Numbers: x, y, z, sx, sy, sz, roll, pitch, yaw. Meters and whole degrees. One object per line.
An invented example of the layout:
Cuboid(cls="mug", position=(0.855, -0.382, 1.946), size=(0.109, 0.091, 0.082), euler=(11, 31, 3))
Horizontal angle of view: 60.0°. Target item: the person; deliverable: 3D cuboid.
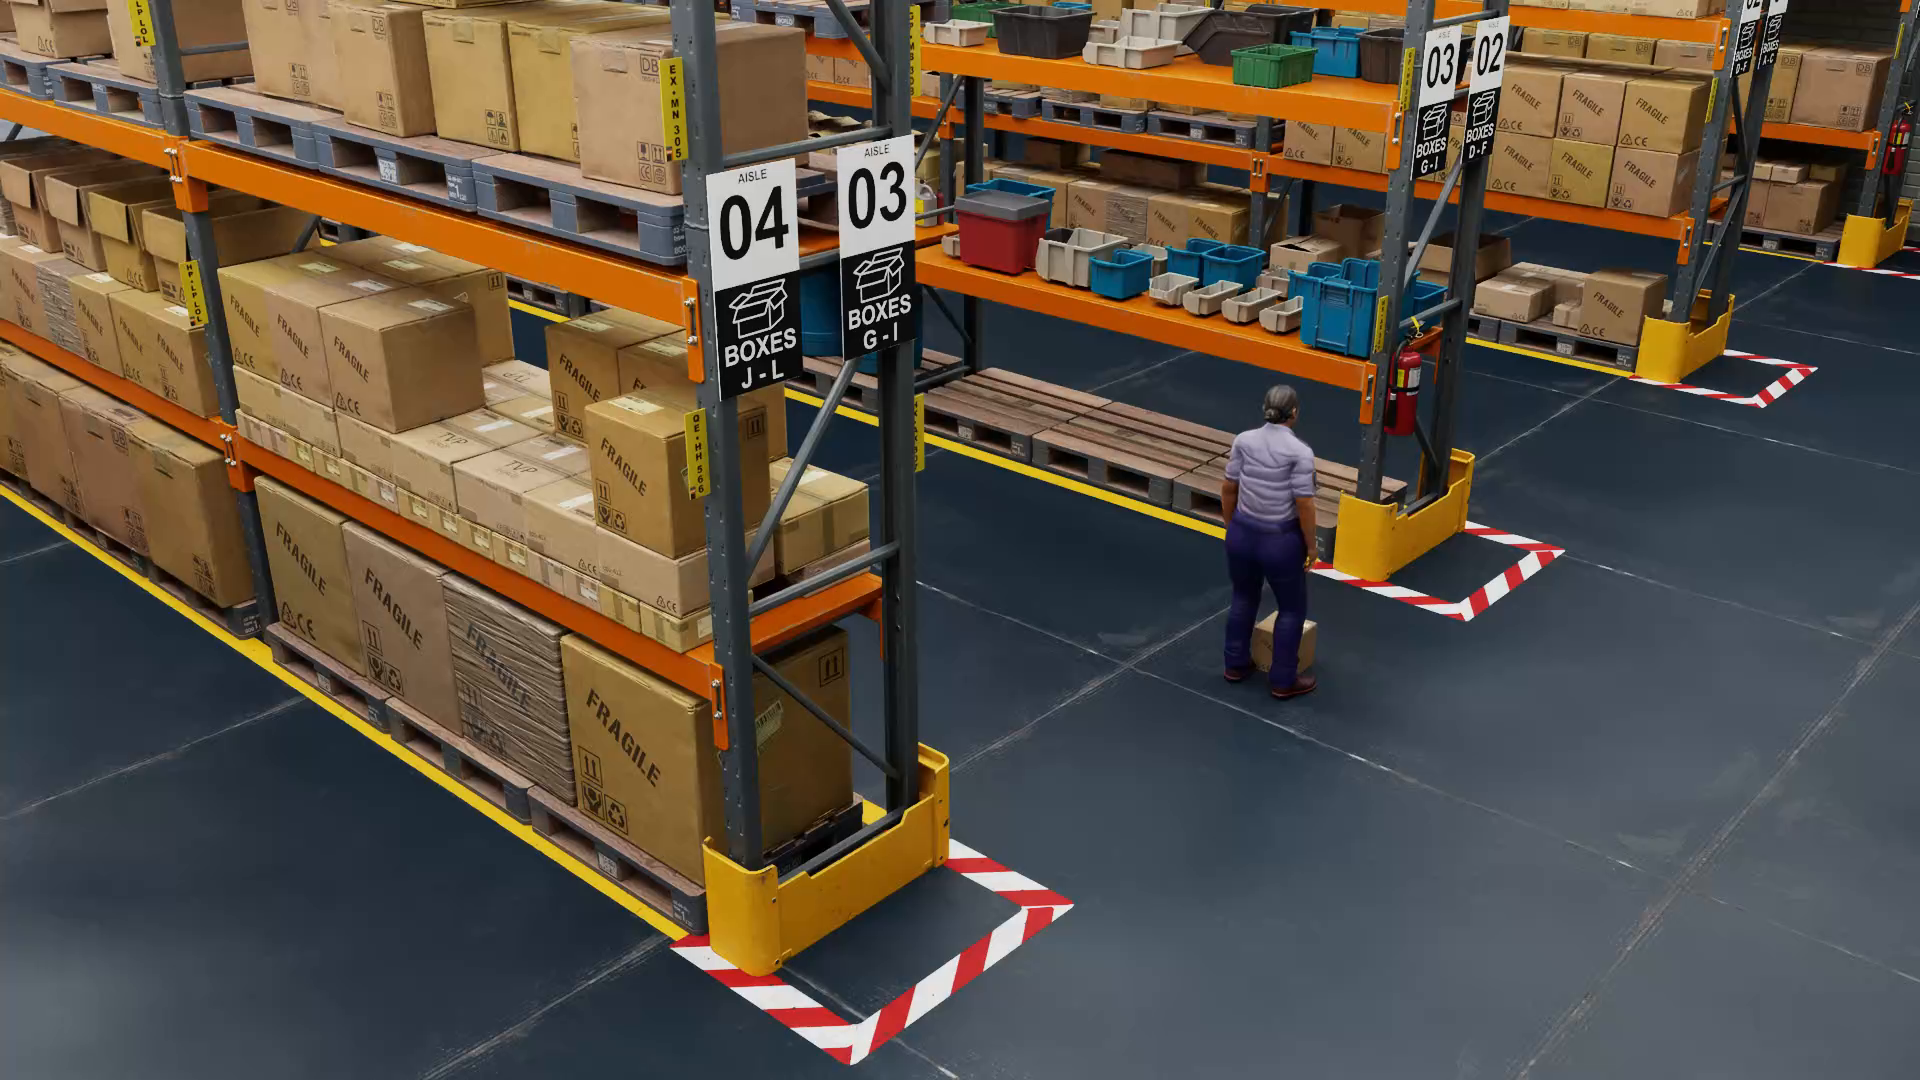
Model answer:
Cuboid(cls="person", position=(1.606, 0.009, 8.597), size=(0.560, 1.647, 0.375), euler=(18, 30, 35))
